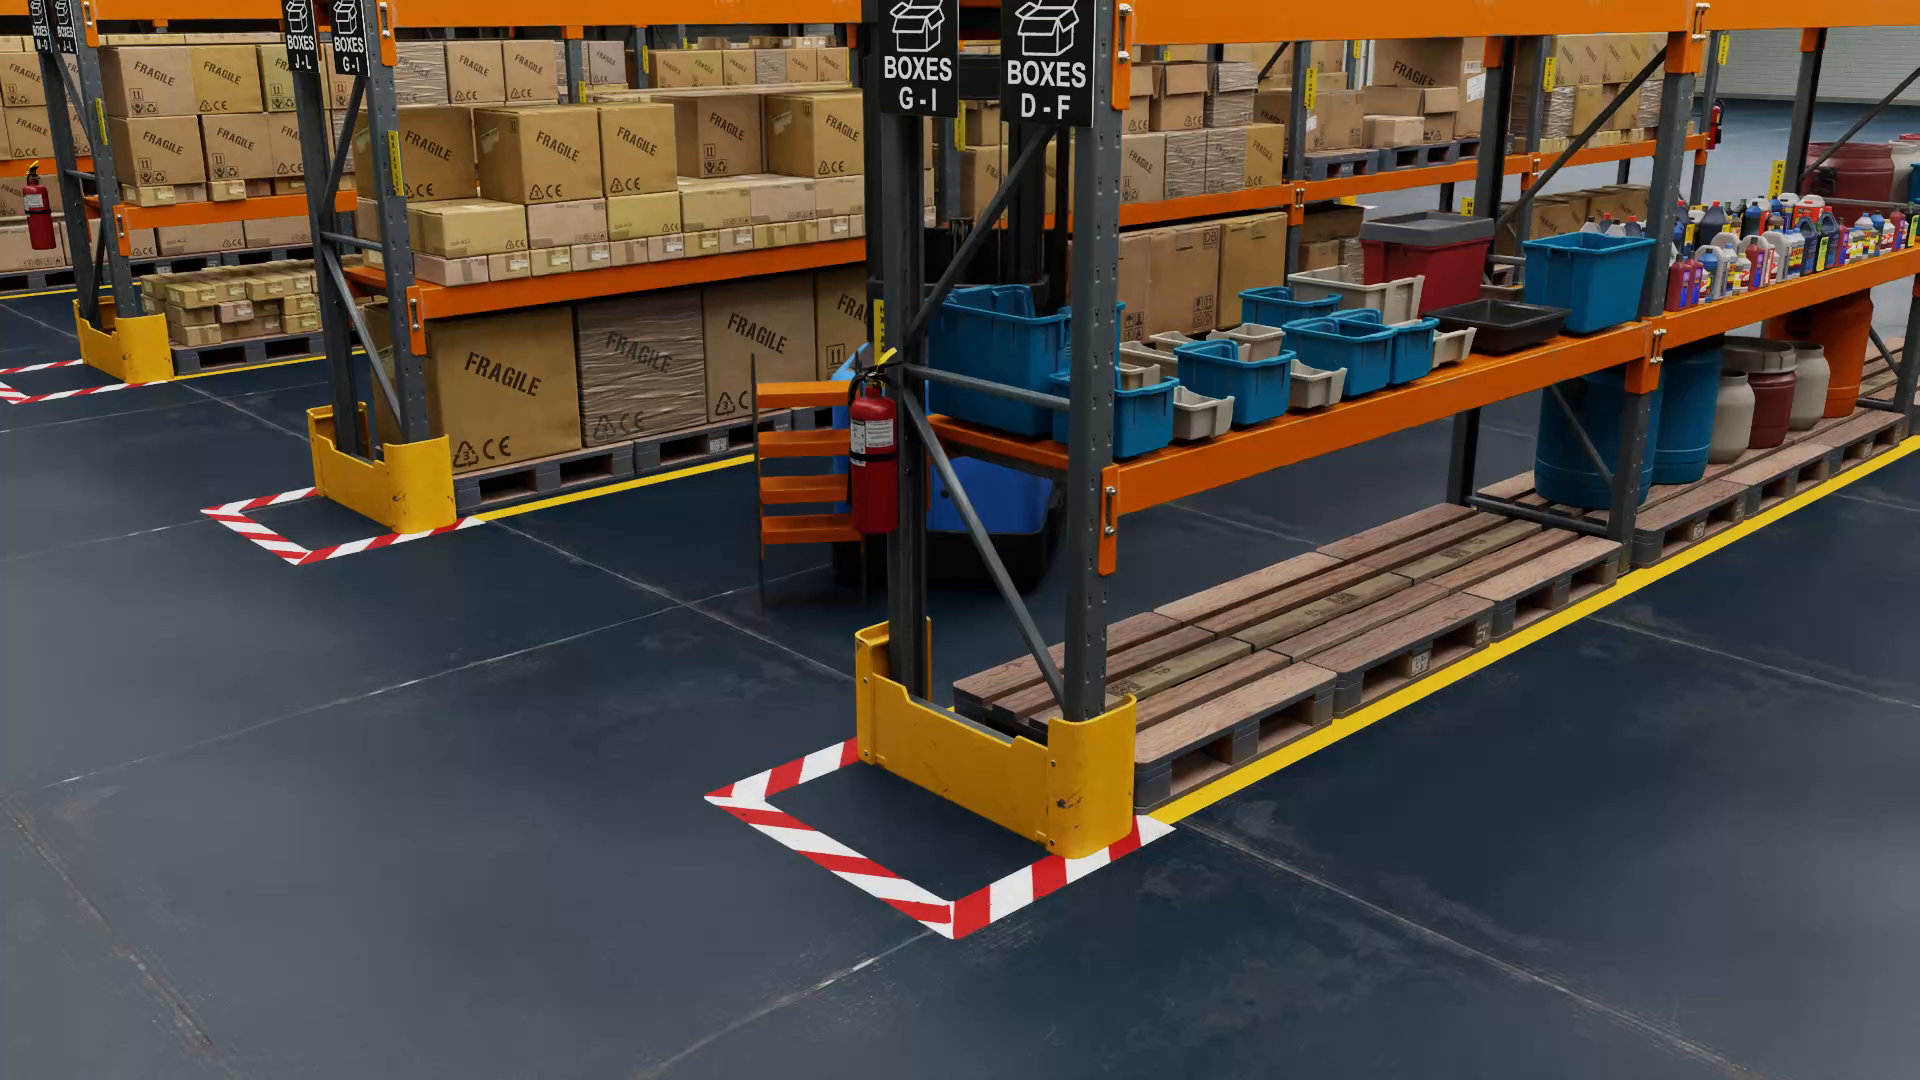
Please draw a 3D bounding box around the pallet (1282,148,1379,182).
[{"bbox_3d":[2.968,-3.399,14.915,1.003,0.211,1.213,-16,24,-41],"label":"pallet"}]

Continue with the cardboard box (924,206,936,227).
[{"bbox_3d":[-0.380,-2.210,11.345,0.250,0.149,0.380,-16,24,-41],"label":"cardboard box"}]

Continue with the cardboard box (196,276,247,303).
[{"bbox_3d":[-5.892,-2.000,13.266,0.250,0.149,0.380,-16,24,-40],"label":"cardboard box"}]

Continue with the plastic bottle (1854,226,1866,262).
[{"bbox_3d":[5.307,-1.757,9.862,0.097,0.201,0.097,0,18,0],"label":"plastic bottle"}]

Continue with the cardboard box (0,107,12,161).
[{"bbox_3d":[-9.553,-3.926,16.067,0.500,0.500,0.500,-17,24,-41],"label":"cardboard box"}]

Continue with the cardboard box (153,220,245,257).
[{"bbox_3d":[-8.372,-3.370,17.990,0.875,0.438,0.875,17,25,42],"label":"cardboard box"}]

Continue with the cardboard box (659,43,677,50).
[{"bbox_3d":[-4.768,-8.128,27.494,0.250,0.149,0.380,-16,24,-41],"label":"cardboard box"}]

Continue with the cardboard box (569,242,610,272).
[{"bbox_3d":[-2.245,-1.666,9.668,0.250,0.149,0.380,-17,24,-42],"label":"cardboard box"}]

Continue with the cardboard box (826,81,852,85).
[{"bbox_3d":[-1.283,-4.756,17.551,0.250,0.149,0.380,-16,24,-41],"label":"cardboard box"}]

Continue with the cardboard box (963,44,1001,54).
[{"bbox_3d":[0.260,-5.281,18.625,0.500,0.500,0.700,-17,24,-42],"label":"cardboard box"}]

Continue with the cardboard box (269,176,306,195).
[{"bbox_3d":[-5.467,-2.874,13.394,0.250,0.149,0.380,-17,24,-41],"label":"cardboard box"}]

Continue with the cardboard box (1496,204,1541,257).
[{"bbox_3d":[5.748,-3.249,17.515,0.500,0.500,0.500,17,25,42],"label":"cardboard box"}]

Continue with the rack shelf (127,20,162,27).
[{"bbox_3d":[-12.058,-6.461,20.351,4.000,0.370,1.077,-16,24,-41],"label":"rack shelf"}]

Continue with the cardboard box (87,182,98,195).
[{"bbox_3d":[-11.248,-4.634,22.091,0.500,0.311,0.500,-15,23,-39],"label":"cardboard box"}]

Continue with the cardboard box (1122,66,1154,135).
[{"bbox_3d":[1.022,-3.407,12.842,0.637,0.503,0.797,-15,23,-39],"label":"cardboard box"}]

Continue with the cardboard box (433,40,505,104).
[{"bbox_3d":[-4.246,-3.994,14.175,0.500,0.500,0.500,17,25,42],"label":"cardboard box"}]

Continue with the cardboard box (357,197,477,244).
[{"bbox_3d":[-3.120,-1.852,9.595,0.500,0.250,0.500,-17,24,-42],"label":"cardboard box"}]

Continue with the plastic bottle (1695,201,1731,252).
[{"bbox_3d":[4.465,-1.830,9.845,0.185,0.351,0.144,-16,24,-41],"label":"plastic bottle"}]

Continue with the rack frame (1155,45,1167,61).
[{"bbox_3d":[2.095,-5.296,20.454,0.127,3.000,1.000,-16,24,-41],"label":"rack frame"}]

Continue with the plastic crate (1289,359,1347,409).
[{"bbox_3d":[1.301,-0.585,6.255,0.298,0.136,0.250,-16,24,-41],"label":"plastic crate"}]

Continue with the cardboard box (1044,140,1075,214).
[{"bbox_3d":[0.487,-2.663,12.173,0.500,0.500,0.500,-16,24,-41],"label":"cardboard box"}]

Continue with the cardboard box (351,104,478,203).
[{"bbox_3d":[-3.117,-2.209,9.479,0.500,0.500,0.500,-16,24,-40],"label":"cardboard box"}]

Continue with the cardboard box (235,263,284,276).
[{"bbox_3d":[-5.859,-2.213,13.923,0.380,0.149,0.250,17,24,42],"label":"cardboard box"}]

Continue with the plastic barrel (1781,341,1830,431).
[{"bbox_3d":[5.233,-0.974,10.479,0.421,0.512,0.421,0,18,0],"label":"plastic barrel"}]

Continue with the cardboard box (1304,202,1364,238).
[{"bbox_3d":[3.368,-2.955,15.360,0.500,0.250,0.500,-13,22,-35],"label":"cardboard box"}]

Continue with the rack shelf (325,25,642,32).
[{"bbox_3d":[-5.739,-6.197,19.537,4.000,0.370,1.077,-16,24,-41],"label":"rack shelf"}]

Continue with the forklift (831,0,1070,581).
[{"bbox_3d":[0.067,-1.605,9.183,1.130,2.935,3.031,2,18,7],"label":"forklift"}]

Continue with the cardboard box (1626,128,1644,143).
[{"bbox_3d":[7.253,-4.443,18.231,0.250,0.149,0.380,-16,24,-41],"label":"cardboard box"}]

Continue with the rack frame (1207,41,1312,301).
[{"bbox_3d":[2.523,-3.315,14.346,0.127,3.000,1.000,-16,24,-41],"label":"rack frame"}]

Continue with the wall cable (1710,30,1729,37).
[{"bbox_3d":[21.837,-16.459,50.192,0.112,2.526,3.097,-16,24,-41],"label":"wall cable"}]

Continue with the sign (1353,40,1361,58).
[{"bbox_3d":[5.364,-6.682,22.469,0.005,0.325,0.100,-16,24,-41],"label":"sign"}]

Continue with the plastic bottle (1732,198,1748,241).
[{"bbox_3d":[4.924,-2.014,10.523,0.133,0.283,0.061,-16,24,-41],"label":"plastic bottle"}]

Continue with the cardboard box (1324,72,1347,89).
[{"bbox_3d":[4.763,-6.126,22.772,0.550,0.550,0.875,-16,24,-41],"label":"cardboard box"}]

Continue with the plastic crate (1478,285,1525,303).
[{"bbox_3d":[2.583,-1.194,8.134,0.243,0.136,0.396,-16,24,-41],"label":"plastic crate"}]

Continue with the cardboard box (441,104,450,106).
[{"bbox_3d":[-4.616,-3.409,13.991,0.500,0.500,0.500,-16,24,-41],"label":"cardboard box"}]

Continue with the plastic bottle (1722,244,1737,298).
[{"bbox_3d":[3.986,-1.405,8.663,0.097,0.271,0.097,0,18,0],"label":"plastic bottle"}]

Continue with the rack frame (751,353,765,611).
[{"bbox_3d":[-0.956,-0.267,7.863,0.015,1.200,0.240,-2,18,-7],"label":"rack frame"}]

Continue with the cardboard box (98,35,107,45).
[{"bbox_3d":[-8.698,-4.957,16.576,0.250,0.149,0.380,-16,24,-40],"label":"cardboard box"}]

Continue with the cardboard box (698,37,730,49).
[{"bbox_3d":[-3.291,-6.643,22.234,0.380,0.149,0.250,17,24,41],"label":"cardboard box"}]

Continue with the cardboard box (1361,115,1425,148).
[{"bbox_3d":[3.899,-3.747,15.241,0.500,0.250,0.500,17,25,42],"label":"cardboard box"}]

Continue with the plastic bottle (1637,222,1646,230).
[{"bbox_3d":[3.813,-1.667,9.465,0.135,0.276,0.152,-16,24,-41],"label":"plastic bottle"}]

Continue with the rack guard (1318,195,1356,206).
[{"bbox_3d":[5.019,-4.959,23.470,0.348,0.500,1.175,-16,24,-41],"label":"rack guard"}]

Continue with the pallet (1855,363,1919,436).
[{"bbox_3d":[6.515,-1.034,11.832,1.213,0.211,1.003,-16,24,-41],"label":"pallet"}]

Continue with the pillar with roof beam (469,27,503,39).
[{"bbox_3d":[-4.413,-9.015,22.198,0.400,9.000,9.100,-16,24,-41],"label":"pillar with roof beam"}]

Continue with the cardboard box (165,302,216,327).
[{"bbox_3d":[-6.067,-1.791,13.106,0.250,0.149,0.380,-15,23,-39],"label":"cardboard box"}]

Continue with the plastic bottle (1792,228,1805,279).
[{"bbox_3d":[4.633,-1.593,9.244,0.097,0.271,0.097,0,18,0],"label":"plastic bottle"}]

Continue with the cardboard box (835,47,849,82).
[{"bbox_3d":[-1.557,-6.623,23.223,0.500,0.500,0.500,-17,24,-42],"label":"cardboard box"}]

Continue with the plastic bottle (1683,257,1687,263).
[{"bbox_3d":[3.784,-1.377,8.691,0.097,0.201,0.097,0,18,0],"label":"plastic bottle"}]

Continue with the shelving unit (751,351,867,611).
[{"bbox_3d":[-0.714,-0.277,7.894,0.503,1.200,0.258,-2,18,-7],"label":"shelving unit"}]

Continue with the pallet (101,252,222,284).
[{"bbox_3d":[-8.685,-2.958,17.767,1.213,0.211,1.003,-16,24,-41],"label":"pallet"}]

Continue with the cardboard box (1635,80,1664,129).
[{"bbox_3d":[7.243,-4.860,18.466,0.500,0.500,0.875,-16,24,-41],"label":"cardboard box"}]

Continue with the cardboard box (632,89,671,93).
[{"bbox_3d":[-2.986,-4.260,16.021,0.250,0.149,0.380,-16,24,-41],"label":"cardboard box"}]
